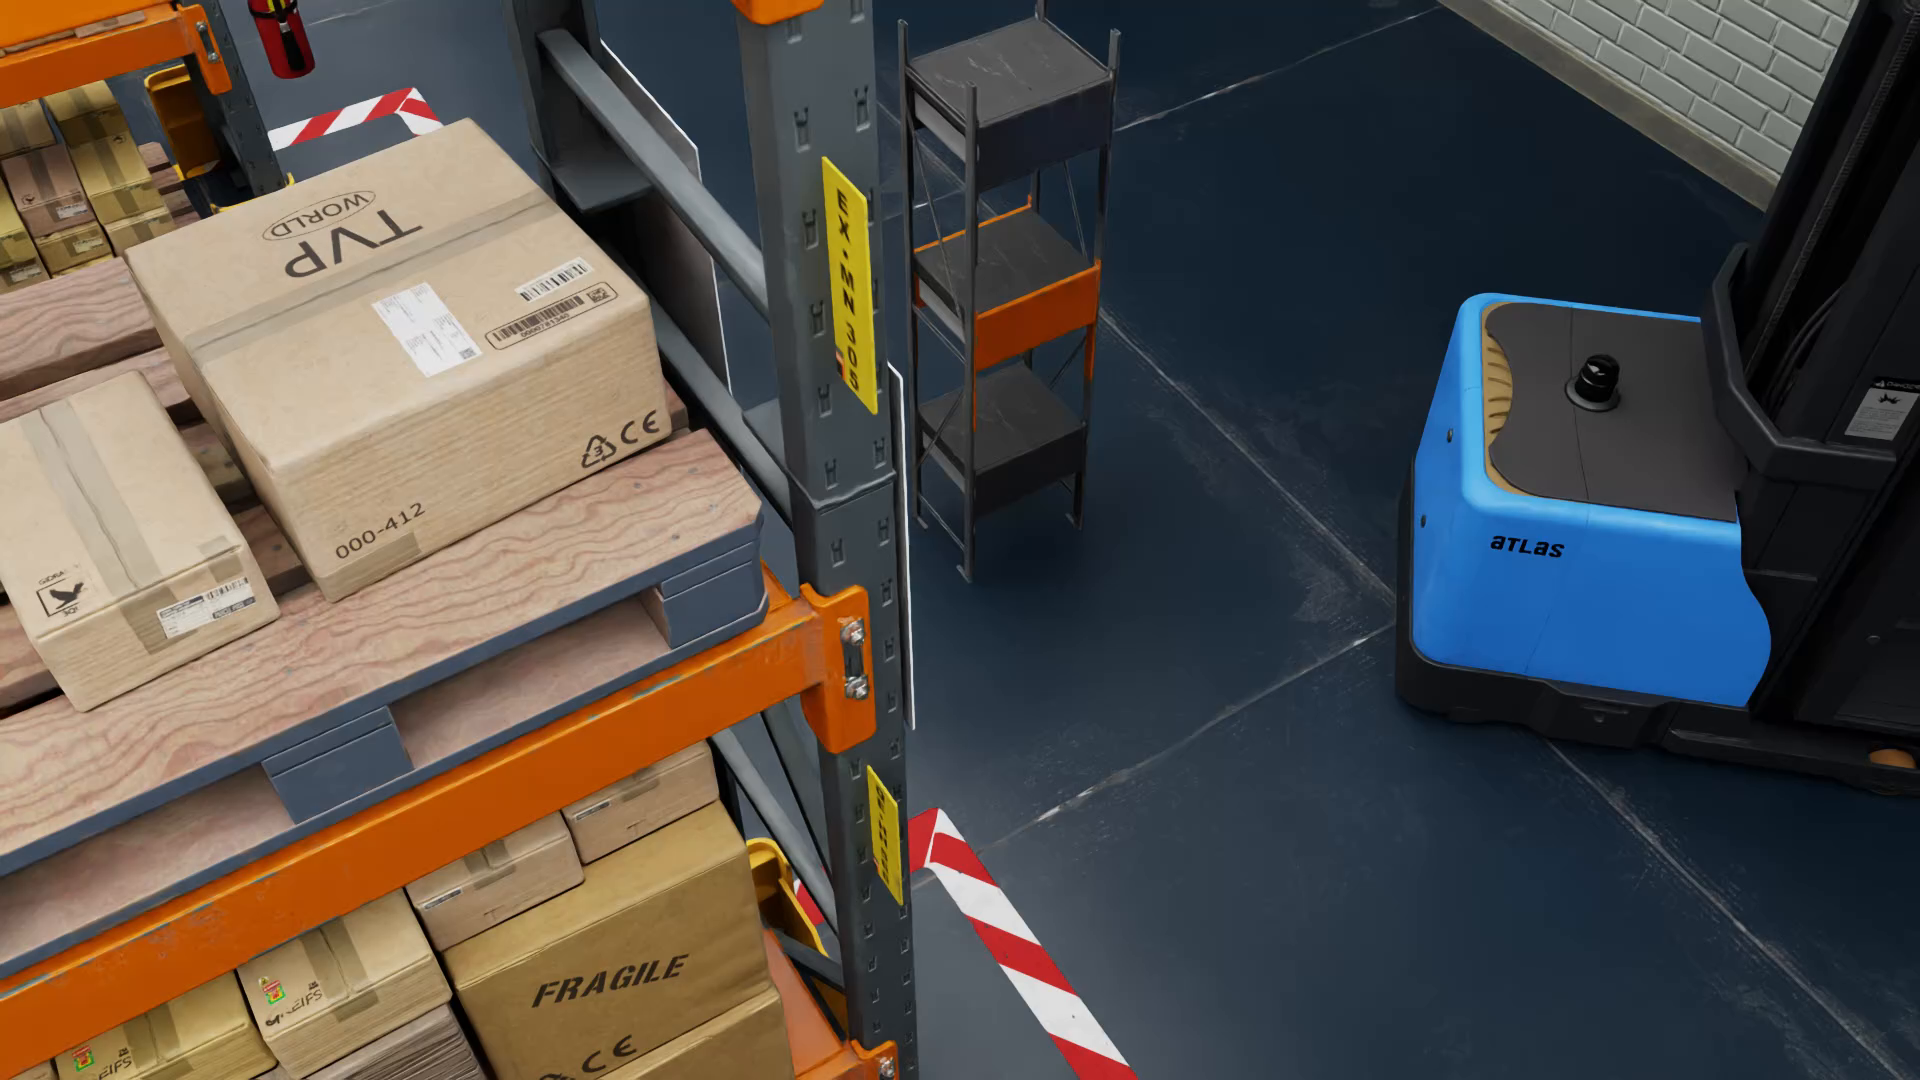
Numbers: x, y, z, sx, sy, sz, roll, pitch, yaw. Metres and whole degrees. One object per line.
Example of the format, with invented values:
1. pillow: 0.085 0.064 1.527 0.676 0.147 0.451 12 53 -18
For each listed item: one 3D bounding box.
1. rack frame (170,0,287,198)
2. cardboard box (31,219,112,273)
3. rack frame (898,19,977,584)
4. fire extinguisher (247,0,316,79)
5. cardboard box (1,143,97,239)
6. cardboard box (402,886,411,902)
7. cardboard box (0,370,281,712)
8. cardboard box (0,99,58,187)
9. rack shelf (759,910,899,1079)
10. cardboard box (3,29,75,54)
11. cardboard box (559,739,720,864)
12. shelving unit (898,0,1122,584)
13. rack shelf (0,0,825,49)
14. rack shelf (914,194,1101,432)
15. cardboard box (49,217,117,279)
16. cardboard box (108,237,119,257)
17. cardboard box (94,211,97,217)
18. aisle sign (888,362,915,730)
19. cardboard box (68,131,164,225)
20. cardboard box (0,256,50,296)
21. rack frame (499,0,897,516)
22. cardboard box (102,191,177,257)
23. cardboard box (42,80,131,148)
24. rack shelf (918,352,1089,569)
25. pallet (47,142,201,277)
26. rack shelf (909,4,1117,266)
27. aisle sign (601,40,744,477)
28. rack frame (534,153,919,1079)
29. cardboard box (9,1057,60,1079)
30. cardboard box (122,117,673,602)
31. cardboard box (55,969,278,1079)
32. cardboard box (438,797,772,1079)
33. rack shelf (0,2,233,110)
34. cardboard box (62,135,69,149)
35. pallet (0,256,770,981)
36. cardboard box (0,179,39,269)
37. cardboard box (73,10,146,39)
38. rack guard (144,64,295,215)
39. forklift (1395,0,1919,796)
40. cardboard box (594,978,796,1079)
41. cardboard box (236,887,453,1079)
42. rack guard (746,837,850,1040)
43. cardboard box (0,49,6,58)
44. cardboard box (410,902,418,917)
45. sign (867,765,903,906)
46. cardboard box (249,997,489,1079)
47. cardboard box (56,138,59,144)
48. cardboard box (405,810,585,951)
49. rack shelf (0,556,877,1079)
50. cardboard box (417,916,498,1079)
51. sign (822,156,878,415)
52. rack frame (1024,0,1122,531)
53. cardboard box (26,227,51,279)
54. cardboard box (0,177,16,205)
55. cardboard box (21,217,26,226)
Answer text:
1. rack frame: -3.134 -2.461 6.433 0.127 3.000 1.000 -25 53 -21
2. cardboard box: -3.678 -1.291 6.820 0.250 0.149 0.380 -26 53 -22
3. rack frame: -0.066 -0.667 5.438 0.015 2.100 0.400 -25 53 -21
4. fire extinguisher: -2.675 -2.121 6.431 0.183 0.674 0.296 -25 53 -21
5. cardboard box: -3.690 -1.416 6.732 0.250 0.149 0.380 -24 53 -20
6. cardboard box: -1.399 0.481 3.077 0.500 0.500 0.500 -27 54 -22
7. cardboard box: -1.052 -0.008 2.060 0.250 0.149 0.380 -29 54 -23
8. cardboard box: -3.928 -1.671 6.959 0.250 0.149 0.380 -24 53 -20
9. rack shelf: -2.099 1.661 3.244 4.000 0.370 1.077 -25 53 -21
10. cardboard box: -3.490 -1.994 6.185 0.250 0.149 0.380 -25 53 -21
11. cardboard box: -0.604 0.313 2.792 0.250 0.149 0.380 -25 53 -20
12. shelving unit: 0.140 -0.764 5.525 0.503 2.100 0.431 -25 53 -21
13. rack shelf: -2.099 -0.201 1.153 4.000 0.370 1.077 -25 53 -21
14. rack shelf: 0.140 -0.755 5.535 0.480 0.518 0.431 -25 53 -21
15. cardboard box: -3.632 -1.145 6.889 0.250 0.149 0.380 -24 52 -20
16. cardboard box: -3.468 -1.312 7.037 0.250 0.149 0.380 -24 53 -20
17. cardboard box: -3.926 -1.490 7.196 0.250 0.149 0.380 -25 53 -21
18. aisle sign: -0.181 -0.073 2.565 0.004 0.787 0.394 -25 53 -21
19. cardboard box: -3.447 -1.480 6.789 0.250 0.149 0.380 -25 53 -20
20. cardboard box: -3.867 -1.153 6.697 0.250 0.149 0.380 -27 54 -22
21. rack frame: -0.407 -1.370 1.445 0.127 3.000 1.000 -25 53 -21
22. cardboard box: -3.428 -1.361 6.882 0.250 0.149 0.380 -27 53 -22
23. cardboard box: -3.759 -1.857 7.124 0.250 0.149 0.380 -27 54 -22
24. rack shelf: 0.140 -0.290 6.058 0.480 0.518 0.431 -25 53 -21
25. pallet: -3.904 -1.202 7.179 1.213 0.211 1.003 -25 53 -21
26. rack shelf: 0.140 -1.221 5.012 0.480 0.518 0.431 -25 53 -21
27. aisle sign: -0.501 -0.452 2.903 0.004 0.787 0.394 -25 53 -21
28. rack frame: -0.407 0.625 3.685 0.127 3.000 1.000 -25 53 -21
29. cardboard box: -1.473 0.719 2.430 0.250 0.149 0.380 -26 53 -21
30. cardboard box: -0.740 -0.260 2.216 0.500 0.250 0.500 -30 55 -24
31. cardboard box: -1.214 0.659 2.483 0.250 0.149 0.380 -24 53 -20
32. cardboard box: -0.688 0.601 2.969 0.500 0.500 0.500 -24 52 -20
33. rack shelf: -4.826 -1.425 5.992 4.000 0.370 1.077 -25 53 -21
34. cardboard box: -3.714 -1.705 7.189 0.250 0.149 0.380 -23 52 -19
35. pallet: -1.029 -0.041 2.329 1.213 0.211 1.003 -25 53 -21
36. cardboard box: -3.841 -1.233 6.568 0.250 0.149 0.380 -26 53 -22
37. cardboard box: -3.259 -2.069 6.253 0.250 0.149 0.380 -25 53 -21
38. rack guard: -3.198 -1.600 7.340 0.348 0.500 1.175 -25 53 -21
39. forklift: 3.064 -0.540 4.768 3.031 2.935 1.130 8 49 7
40. cardboard box: -0.674 0.951 3.328 0.500 0.500 0.500 -25 53 -21
41. cardboard box: -0.979 0.585 2.550 0.250 0.149 0.380 -26 53 -21
42. rack guard: -0.387 1.446 4.627 0.348 0.500 1.175 -25 53 -21
43. cardboard box: -3.694 -1.885 6.088 0.250 0.149 0.380 -26 53 -21
44. cardboard box: -1.380 0.821 3.444 0.500 0.500 0.500 -26 53 -21
45. sign: -0.130 0.509 2.854 0.005 0.325 0.100 -25 53 -21
46. cardboard box: -1.115 0.828 2.767 0.500 0.500 0.500 -25 53 -21
47. cardboard box: -3.976 -1.632 7.123 0.250 0.149 0.380 -25 53 -21
48. cardboard box: -0.806 0.429 2.688 0.250 0.149 0.380 -24 53 -20
49. rack shelf: -2.099 0.663 2.124 4.000 0.370 1.077 -25 53 -21
50. cardboard box: -1.107 1.141 3.158 0.500 0.500 0.500 -26 53 -22
51. sign: -0.130 -0.293 1.954 0.005 0.325 0.100 -25 53 -21
52. rack frame: 0.346 -0.861 5.611 0.015 2.100 0.400 -25 53 -21
53. cardboard box: -3.901 -1.094 6.844 0.250 0.149 0.380 -25 53 -21
54. cardboard box: -4.136 -1.478 6.987 0.250 0.149 0.380 -25 53 -20
55. cardboard box: -4.132 -1.387 7.104 0.250 0.149 0.380 -25 53 -20
